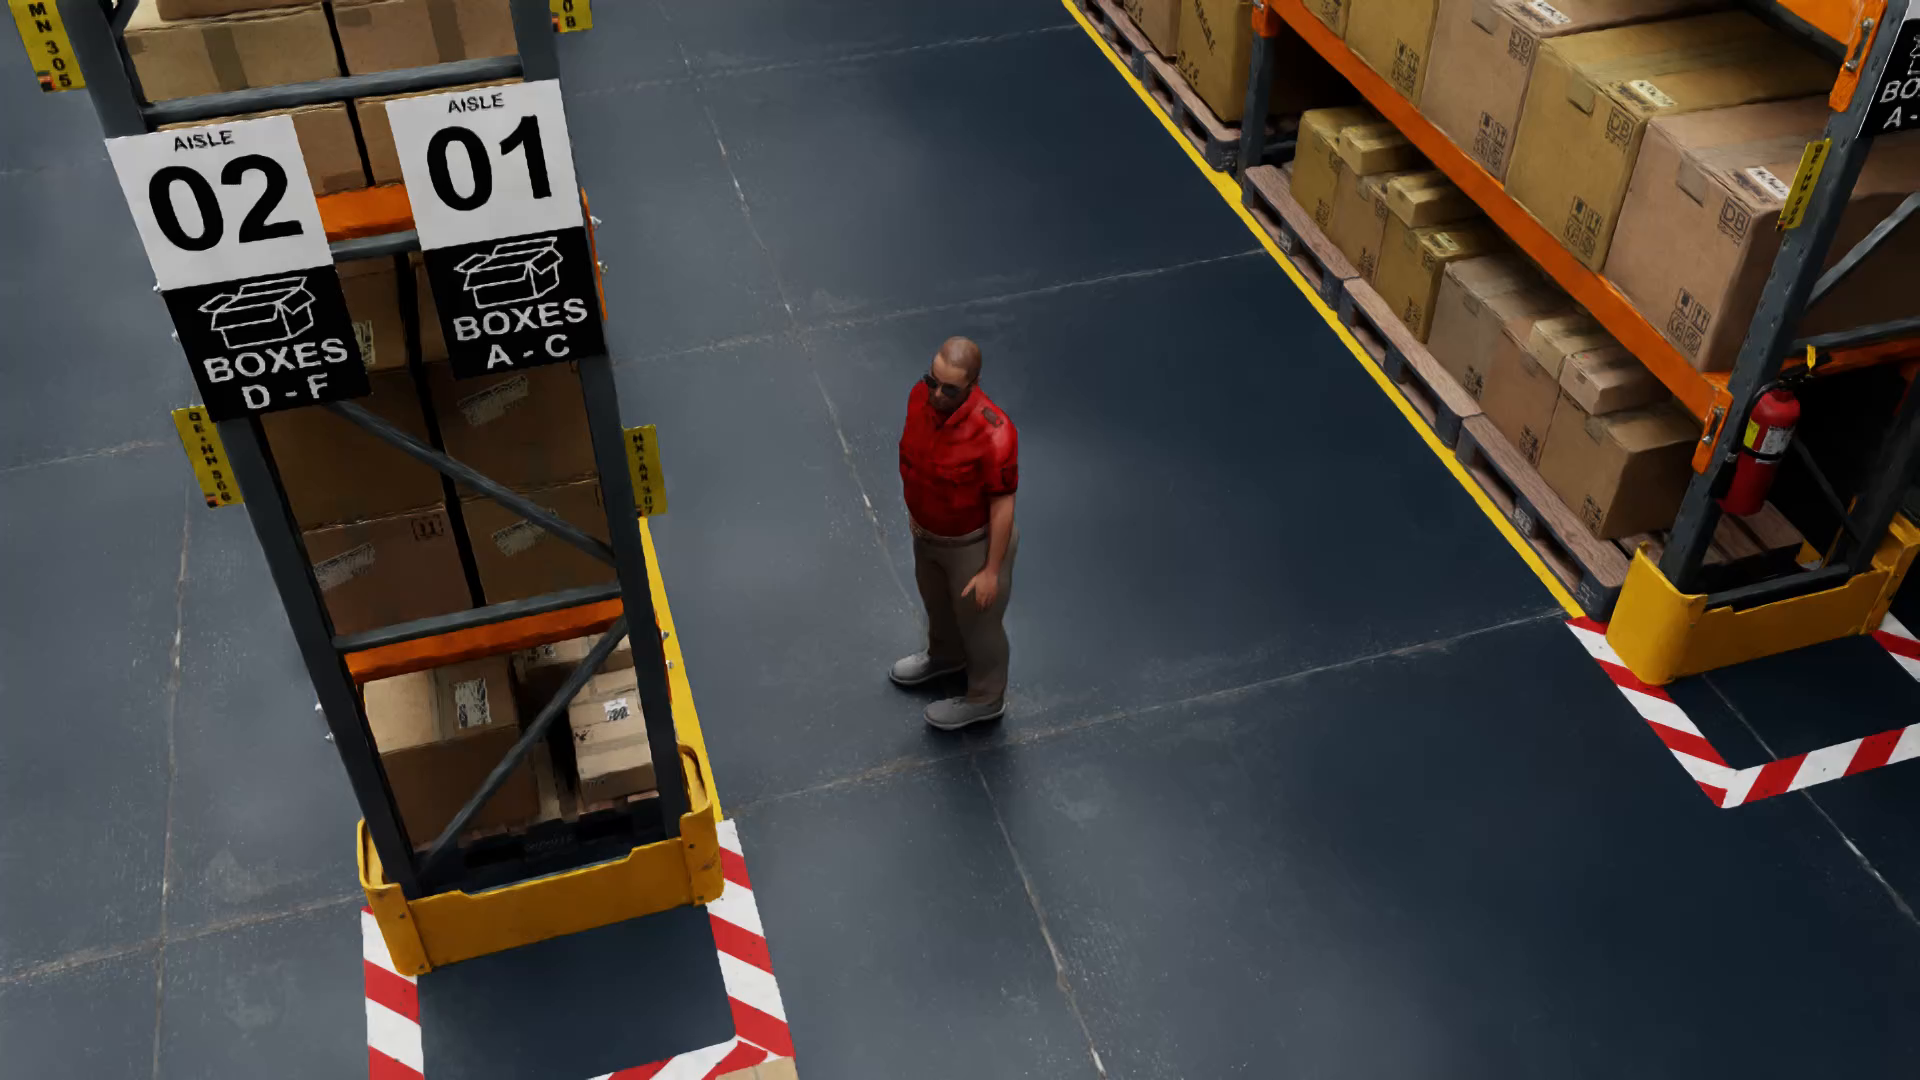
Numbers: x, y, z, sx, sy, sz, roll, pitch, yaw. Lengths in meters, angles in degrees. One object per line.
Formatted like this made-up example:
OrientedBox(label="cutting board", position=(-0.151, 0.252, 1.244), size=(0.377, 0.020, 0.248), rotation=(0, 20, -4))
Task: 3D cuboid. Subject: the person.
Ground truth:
OrientedBox(label="person", position=(-0.020, -0.006, 6.146), size=(0.377, 1.739, 0.597), rotation=(-28, 49, -27))
